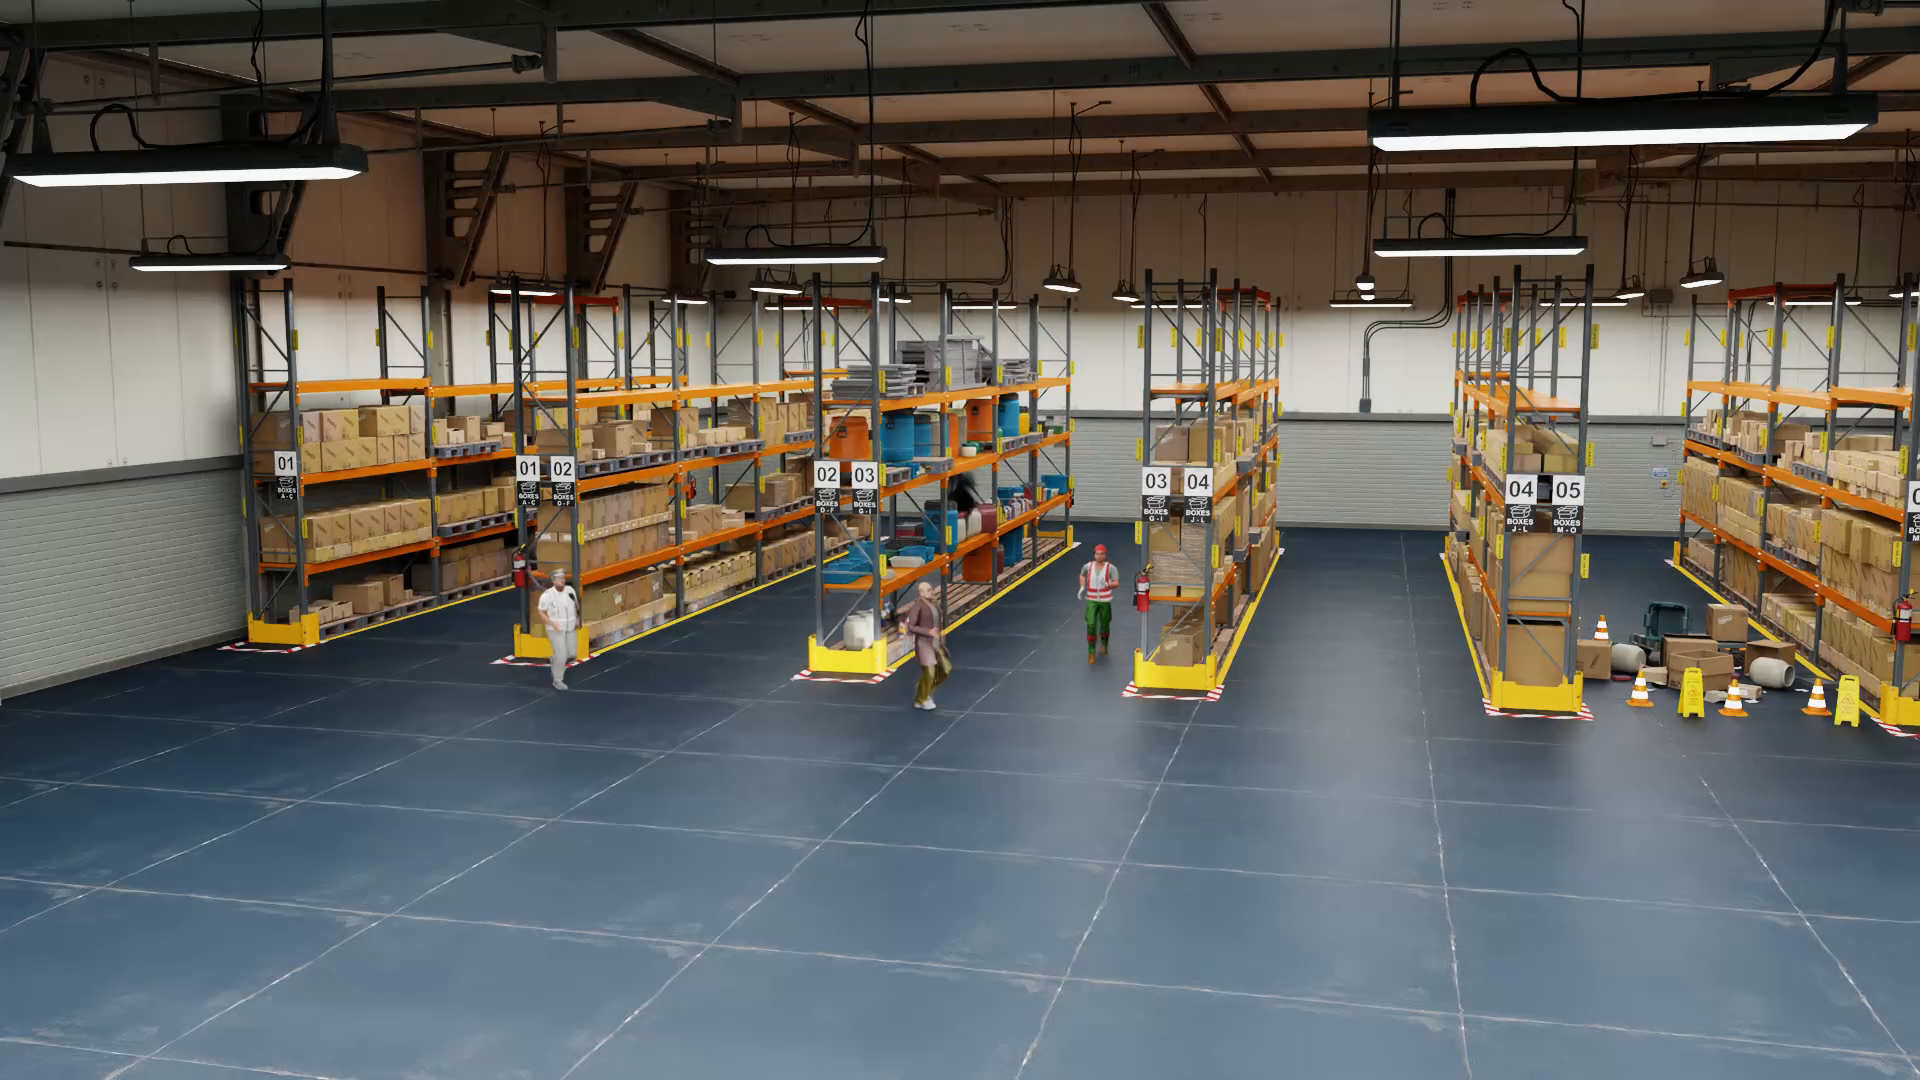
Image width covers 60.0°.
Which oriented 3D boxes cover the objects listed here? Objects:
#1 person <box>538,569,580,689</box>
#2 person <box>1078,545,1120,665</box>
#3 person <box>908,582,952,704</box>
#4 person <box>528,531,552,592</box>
[{"bbox_3d":[-5.791,1.273,24.069,0.679,1.758,0.647,-6,9,-43],"label":"person"},{"bbox_3d":[2.172,0.982,26.029,0.651,1.834,0.846,1,7,7],"label":"person"},{"bbox_3d":[-0.374,1.408,22.518,0.628,1.670,0.698,6,9,39],"label":"person"},{"bbox_3d":[-7.326,0.687,29.005,0.643,1.682,0.603,1,7,10],"label":"person"}]
